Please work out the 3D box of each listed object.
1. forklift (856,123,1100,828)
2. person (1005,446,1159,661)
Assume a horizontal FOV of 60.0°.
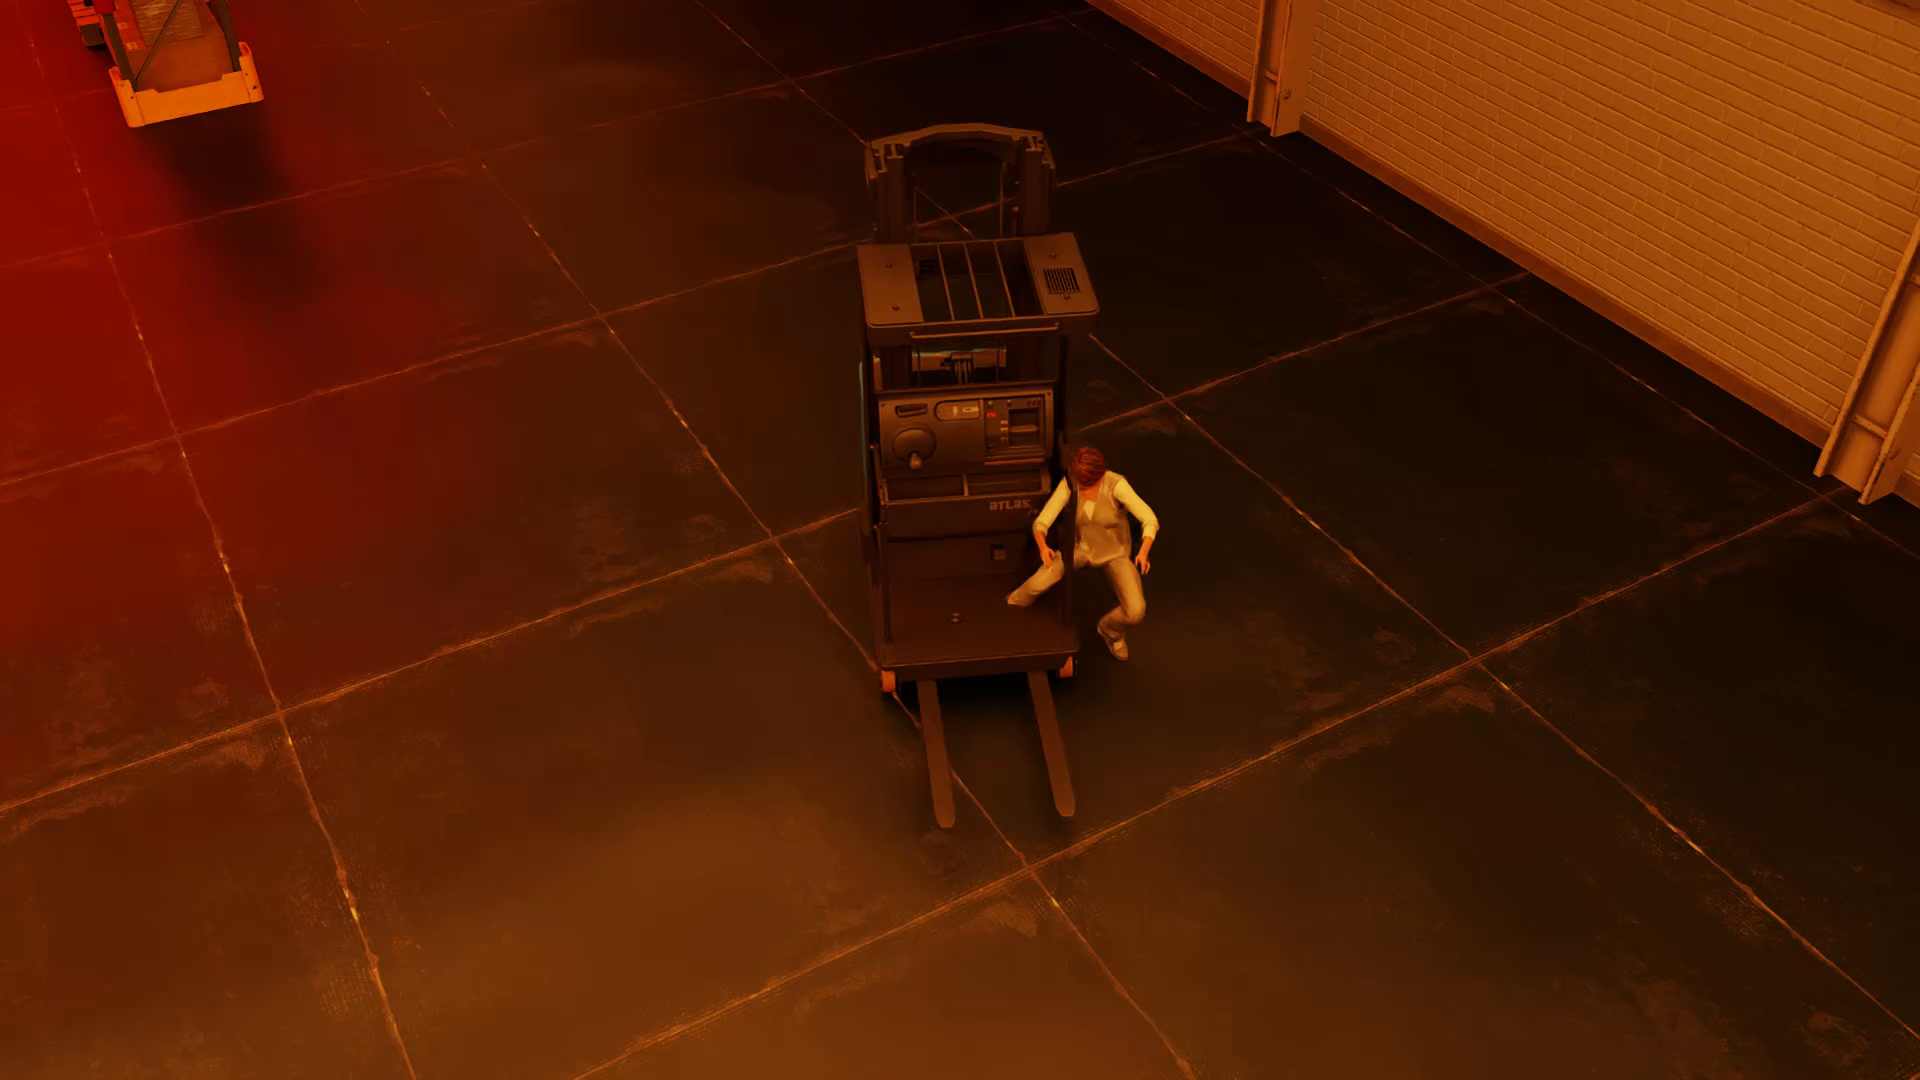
[{"bbox_3d":[0.063,-0.512,8.653,1.130,2.935,3.031,-4,40,-5],"label":"forklift"},{"bbox_3d":[0.659,0.128,9.064,0.847,1.365,0.685,14,42,16],"label":"person"}]
